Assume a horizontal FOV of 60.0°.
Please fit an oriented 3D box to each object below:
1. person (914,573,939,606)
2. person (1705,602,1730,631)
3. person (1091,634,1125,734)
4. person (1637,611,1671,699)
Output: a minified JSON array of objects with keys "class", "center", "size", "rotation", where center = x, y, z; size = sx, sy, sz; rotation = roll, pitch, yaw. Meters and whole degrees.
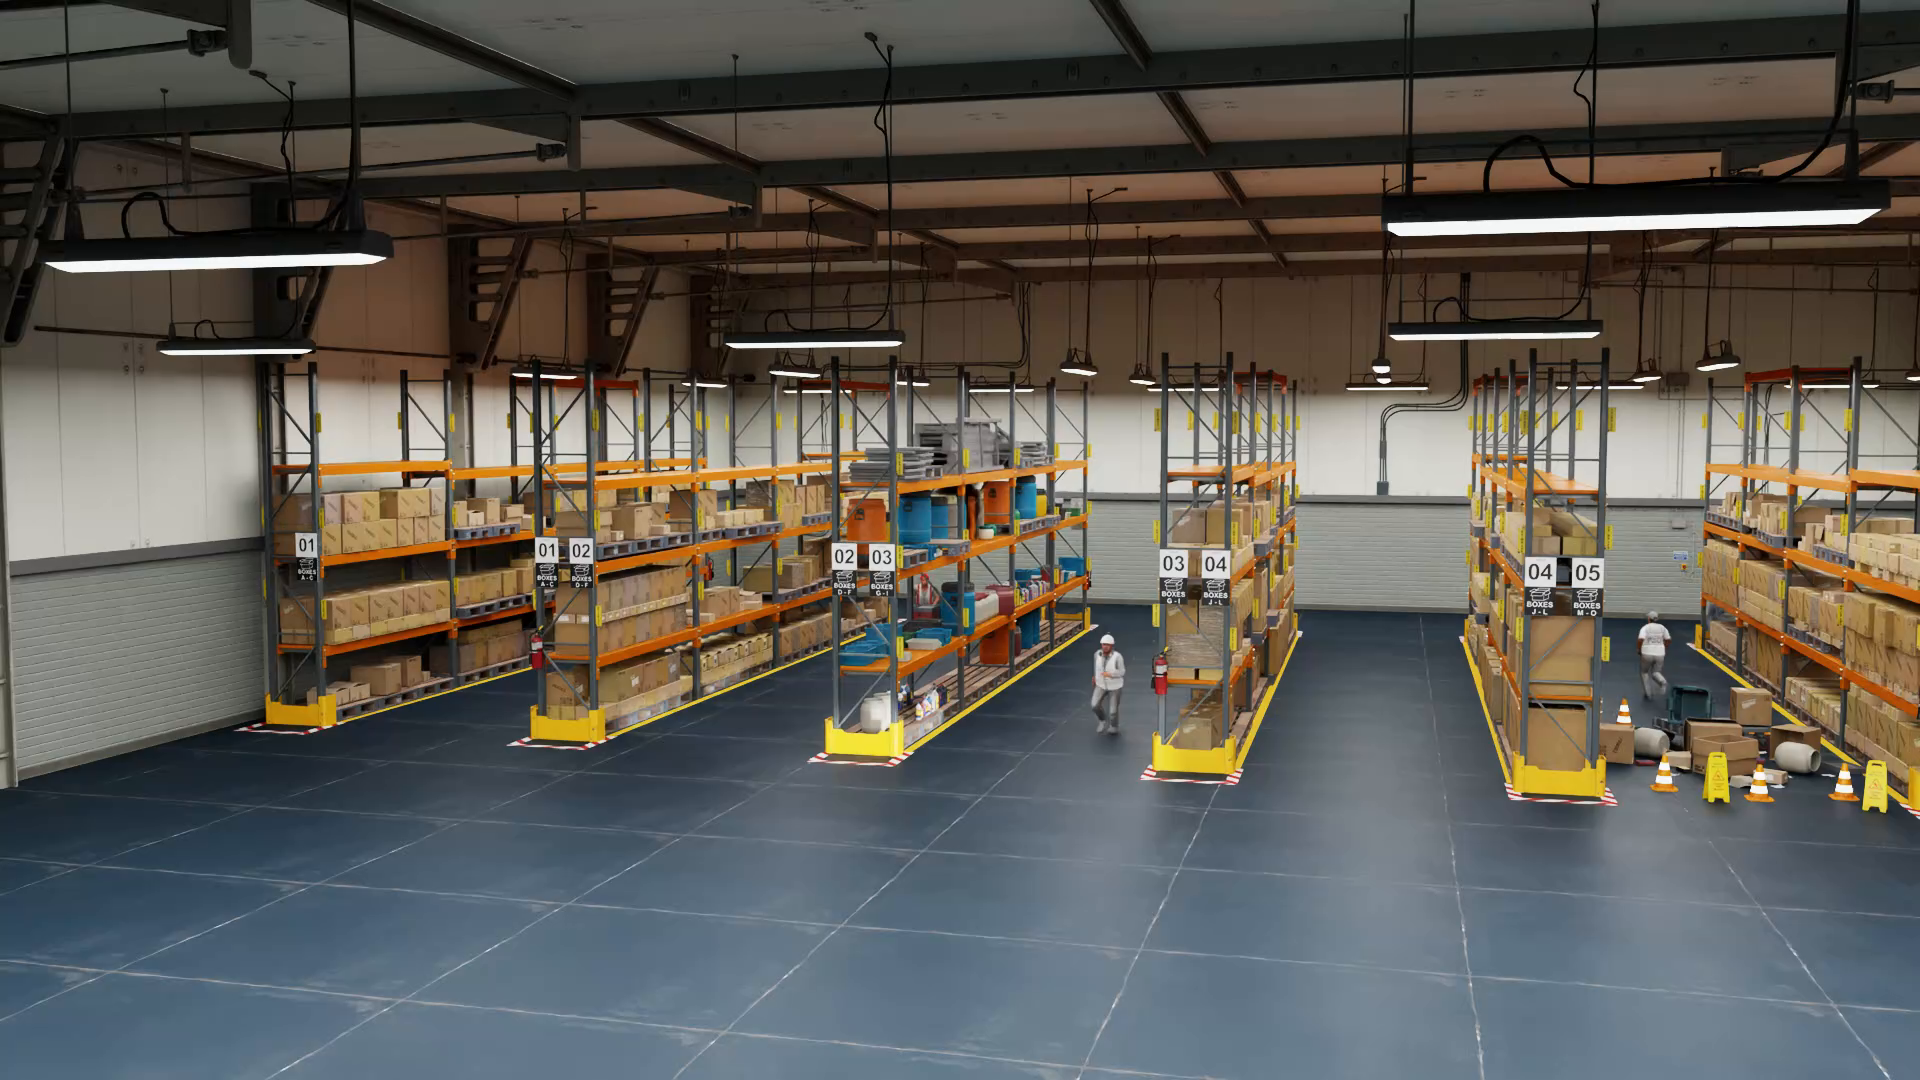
[{"class":"person","center":[-0.790,1.573,36.639],"size":[0.663,1.715,0.643],"rotation":[0,4,-2]},{"class":"person","center":[17.338,1.422,37.984],"size":[0.976,1.748,0.708],"rotation":[1,4,12]},{"class":"person","center":[2.353,2.301,26.439],"size":[0.655,1.650,0.957],"rotation":[2,4,22]},{"class":"person","center":[12.516,2.096,29.999],"size":[0.615,1.621,0.642],"rotation":[0,4,2]}]
